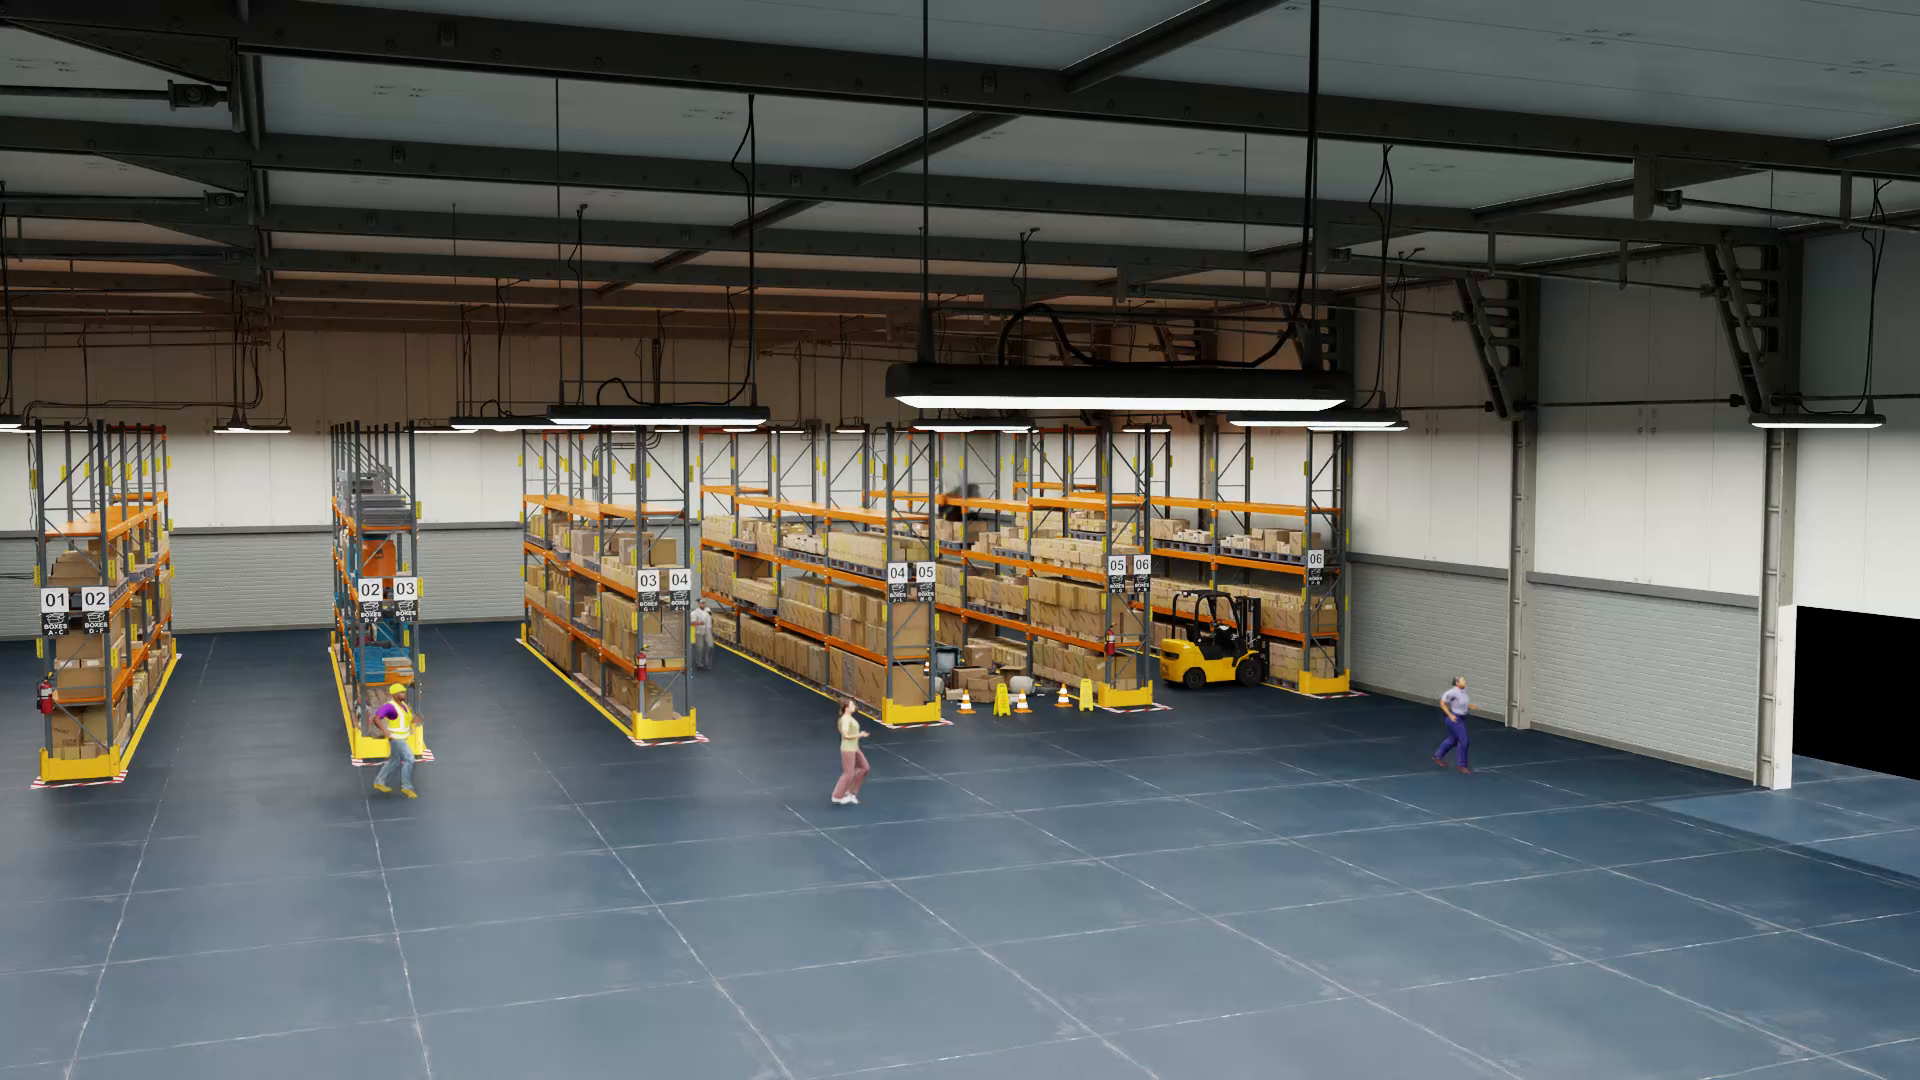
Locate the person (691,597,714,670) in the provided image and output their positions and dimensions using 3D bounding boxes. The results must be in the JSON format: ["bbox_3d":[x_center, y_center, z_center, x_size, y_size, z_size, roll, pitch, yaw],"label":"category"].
[{"bbox_3d":[-6.296,2.309,40.772,0.638,1.839,0.767,-2,4,-28],"label":"person"}]

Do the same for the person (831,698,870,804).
[{"bbox_3d":[-1.688,3.281,25.785,0.620,1.678,0.561,0,4,6],"label":"person"}]

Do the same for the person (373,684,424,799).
[{"bbox_3d":[-8.936,3.193,26.399,0.793,1.832,0.675,0,4,-2],"label":"person"}]

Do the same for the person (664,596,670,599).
[{"bbox_3d":[-8.417,1.871,47.456,0.671,1.798,0.872,0,4,7],"label":"person"}]

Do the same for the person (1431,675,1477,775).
[{"bbox_3d":[8.425,3.143,28.370,0.756,1.677,0.596,2,4,31],"label":"person"}]
